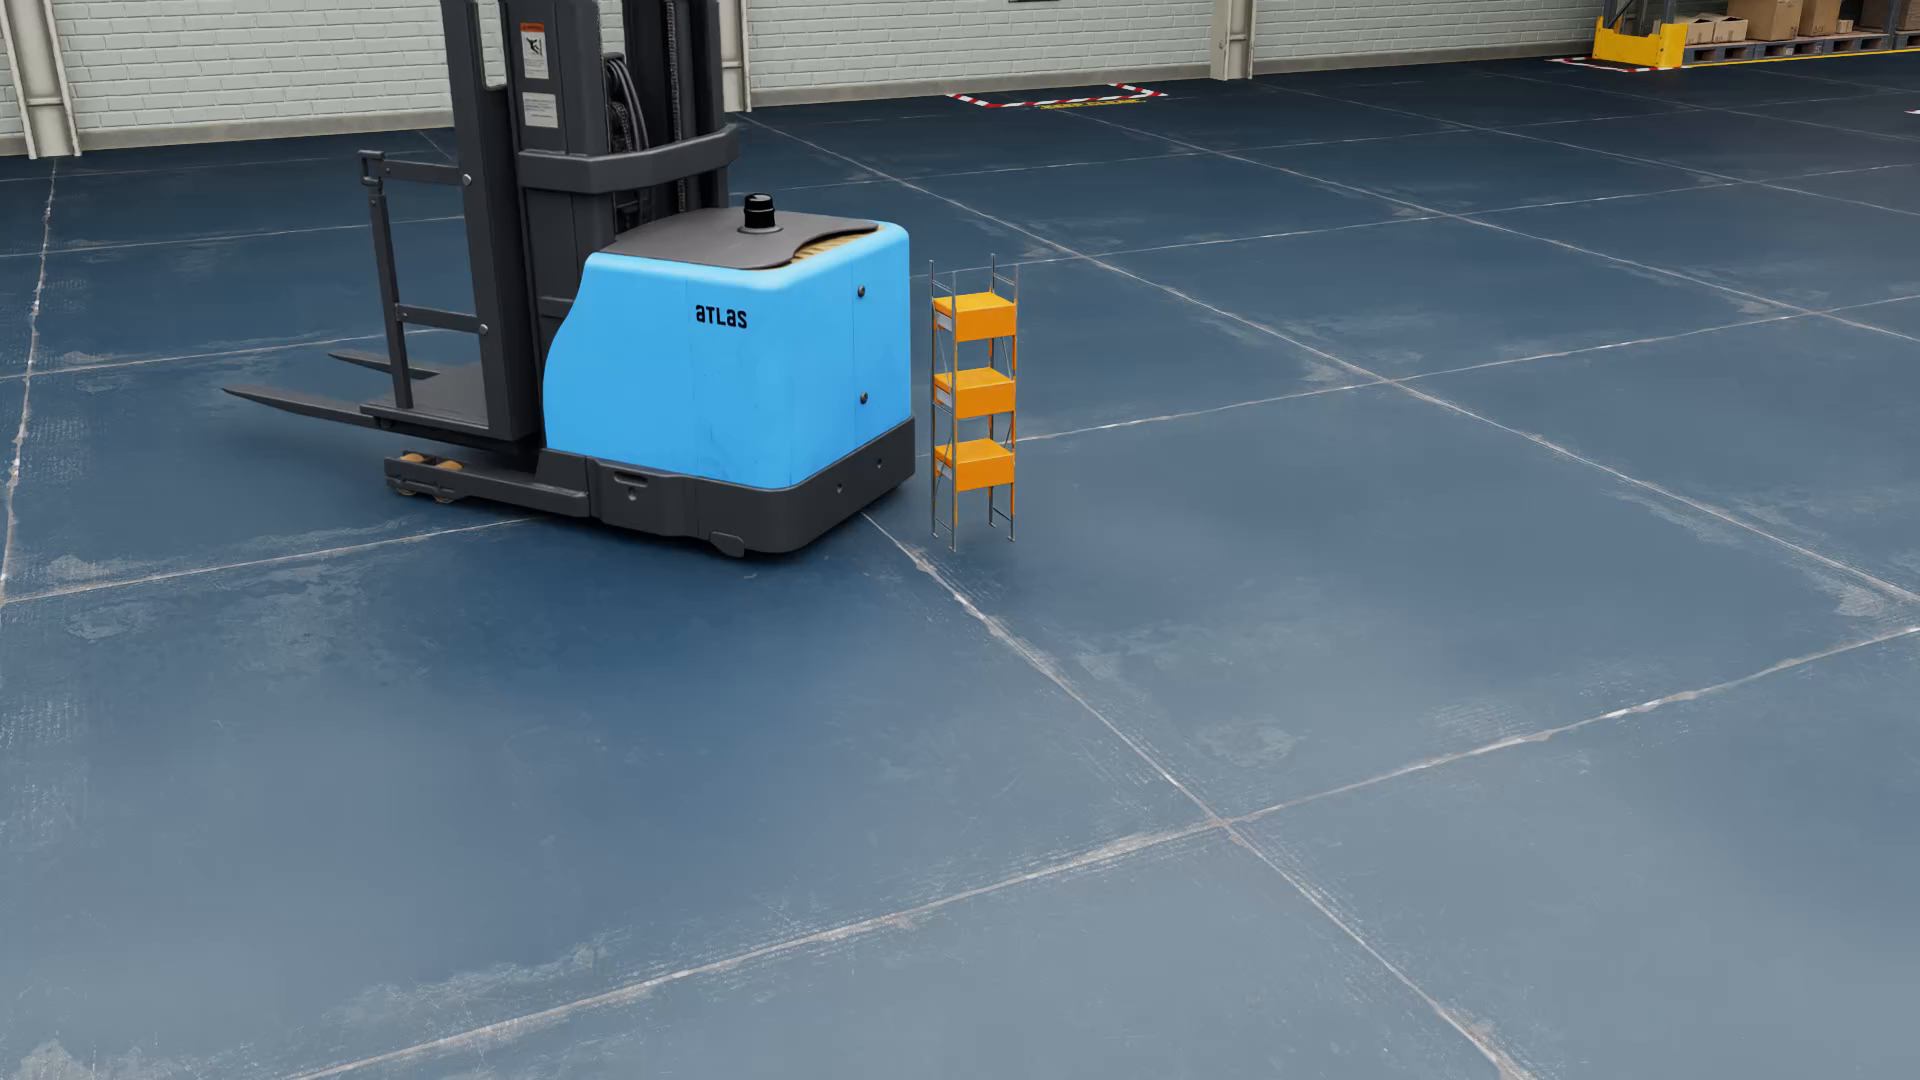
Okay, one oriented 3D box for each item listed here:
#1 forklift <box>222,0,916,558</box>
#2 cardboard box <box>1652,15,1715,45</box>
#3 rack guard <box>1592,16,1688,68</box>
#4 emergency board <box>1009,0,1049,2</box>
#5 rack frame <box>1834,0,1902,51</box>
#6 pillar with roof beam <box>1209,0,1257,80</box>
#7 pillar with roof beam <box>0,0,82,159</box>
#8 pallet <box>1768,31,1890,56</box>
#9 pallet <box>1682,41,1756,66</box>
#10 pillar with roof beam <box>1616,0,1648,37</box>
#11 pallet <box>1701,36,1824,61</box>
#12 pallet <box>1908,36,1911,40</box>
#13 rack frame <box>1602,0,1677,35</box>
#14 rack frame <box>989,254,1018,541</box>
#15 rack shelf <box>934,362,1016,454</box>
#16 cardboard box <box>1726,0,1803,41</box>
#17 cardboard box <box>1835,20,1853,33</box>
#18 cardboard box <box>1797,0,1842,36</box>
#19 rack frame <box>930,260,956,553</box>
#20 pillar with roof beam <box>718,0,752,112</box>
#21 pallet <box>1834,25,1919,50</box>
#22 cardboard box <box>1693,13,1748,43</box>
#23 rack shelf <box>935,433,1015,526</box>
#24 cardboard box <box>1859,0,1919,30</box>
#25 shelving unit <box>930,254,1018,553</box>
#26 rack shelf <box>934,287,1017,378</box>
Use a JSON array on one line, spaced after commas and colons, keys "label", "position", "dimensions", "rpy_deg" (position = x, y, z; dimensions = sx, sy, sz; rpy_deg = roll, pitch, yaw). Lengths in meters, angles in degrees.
[{"label": "forklift", "position": [-1.732, -1.666, 6.443], "dimensions": [3.031, 2.935, 1.130], "rpy_deg": [11, 25, 25]}, {"label": "cardboard box", "position": [8.904, -6.294, 20.475], "dimensions": [0.500, 0.311, 0.500], "rpy_deg": [-14, 26, -30]}, {"label": "rack guard", "position": [8.310, -6.107, 20.351], "dimensions": [0.348, 0.500, 1.175], "rpy_deg": [-10, 25, -24]}, {"label": "emergency board", "position": [0.831, -6.277, 17.492], "dimensions": [0.626, 1.169, 0.157], "rpy_deg": [-10, 25, -24]}, {"label": "rack frame", "position": [11.845, -7.913, 21.445], "dimensions": [0.127, 3.000, 1.000], "rpy_deg": [-10, 25, -24]}, {"label": "pillar with roof beam", "position": [4.958, -7.957, 13.707], "dimensions": [0.400, 9.000, 9.100], "rpy_deg": [-10, 25, -24]}, {"label": "pillar with roof beam", "position": [-5.855, -5.966, 8.898], "dimensions": [0.400, 9.000, 9.100], "rpy_deg": [-10, 25, -24]}, {"label": "pallet", "position": [11.256, -6.501, 21.680], "dimensions": [1.213, 0.211, 1.003], "rpy_deg": [-10, 25, -24]}, {"label": "pallet", "position": [9.057, -6.096, 20.702], "dimensions": [1.213, 0.211, 1.003], "rpy_deg": [-10, 25, -24]}, {"label": "pillar with roof beam", "position": [10.364, -8.952, 16.111], "dimensions": [0.400, 9.000, 9.100], "rpy_deg": [-10, 25, -24]}, {"label": "pallet", "position": [10.155, -6.297, 21.187], "dimensions": [1.213, 0.211, 1.003], "rpy_deg": [-10, 25, -24]}, {"label": "pallet", "position": [13.647, -6.958, 22.784], "dimensions": [1.213, 0.211, 1.003], "rpy_deg": [-10, 25, -24]}, {"label": "rack frame", "position": [8.241, -7.250, 19.842], "dimensions": [0.127, 3.000, 1.000], "rpy_deg": [-10, 25, -24]}, {"label": "rack frame", "position": [0.158, -0.514, 6.120], "dimensions": [0.008, 1.050, 0.200], "rpy_deg": [-10, 25, -24]}, {"label": "rack shelf", "position": [0.048, -0.484, 6.075], "dimensions": [0.240, 0.259, 0.215], "rpy_deg": [-10, 25, -24]}, {"label": "cardboard box", "position": [10.100, -6.581, 20.919], "dimensions": [0.500, 0.500, 0.700], "rpy_deg": [-12, 25, -27]}, {"label": "cardboard box", "position": [11.376, -6.708, 21.663], "dimensions": [0.250, 0.166, 0.380], "rpy_deg": [-14, 26, -30]}, {"label": "cardboard box", "position": [10.928, -6.776, 21.390], "dimensions": [0.500, 0.500, 0.500], "rpy_deg": [-12, 26, -28]}, {"label": "rack frame", "position": [-0.062, -0.474, 6.022], "dimensions": [0.008, 1.050, 0.200], "rpy_deg": [-10, 25, -24]}, {"label": "pillar with roof beam", "position": [-0.449, -6.962, 11.303], "dimensions": [0.400, 9.000, 9.100], "rpy_deg": [-10, 25, -24]}, {"label": "pallet", "position": [12.546, -6.754, 22.292], "dimensions": [1.213, 0.211, 1.003], "rpy_deg": [-10, 25, -24]}, {"label": "cardboard box", "position": [9.417, -6.389, 20.703], "dimensions": [0.500, 0.311, 0.500], "rpy_deg": [-8, 24, -19]}, {"label": "rack shelf", "position": [0.048, -0.227, 6.181], "dimensions": [0.240, 0.259, 0.215], "rpy_deg": [-10, 25, -24]}, {"label": "cardboard box", "position": [12.501, -7.089, 22.148], "dimensions": [0.500, 0.500, 0.700], "rpy_deg": [-10, 24, -22]}, {"label": "shelving unit", "position": [0.048, -0.494, 6.071], "dimensions": [0.252, 1.050, 0.215], "rpy_deg": [-10, 25, -24]}, {"label": "rack shelf", "position": [0.048, -0.746, 5.966], "dimensions": [0.240, 0.259, 0.215], "rpy_deg": [-10, 25, -24]}]
